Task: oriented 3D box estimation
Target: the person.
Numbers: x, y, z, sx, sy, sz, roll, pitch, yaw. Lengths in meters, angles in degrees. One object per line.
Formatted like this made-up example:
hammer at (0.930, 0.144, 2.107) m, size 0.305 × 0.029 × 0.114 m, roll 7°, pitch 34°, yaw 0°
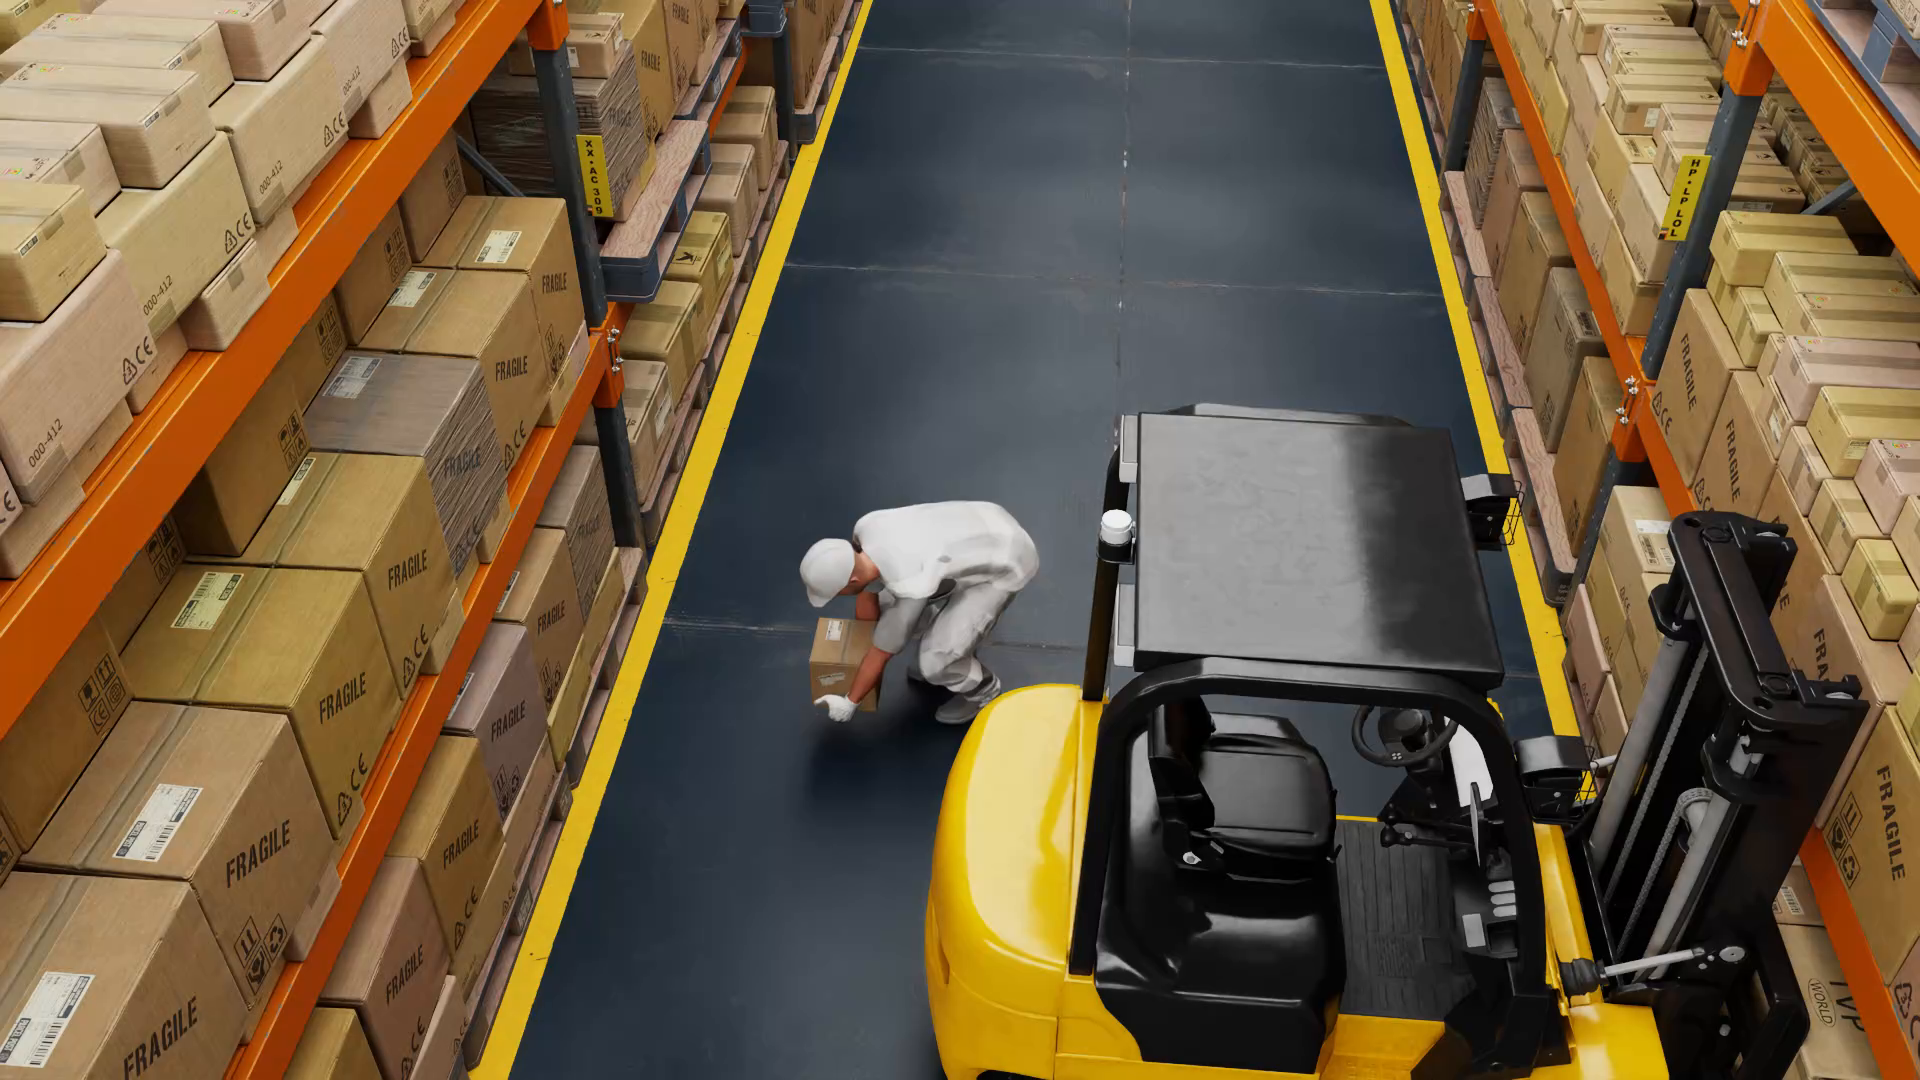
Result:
person at (-0.158, 0.282, 6.434) m, size 0.947 × 0.978 × 0.534 m, roll -17°, pitch 43°, yaw -20°
